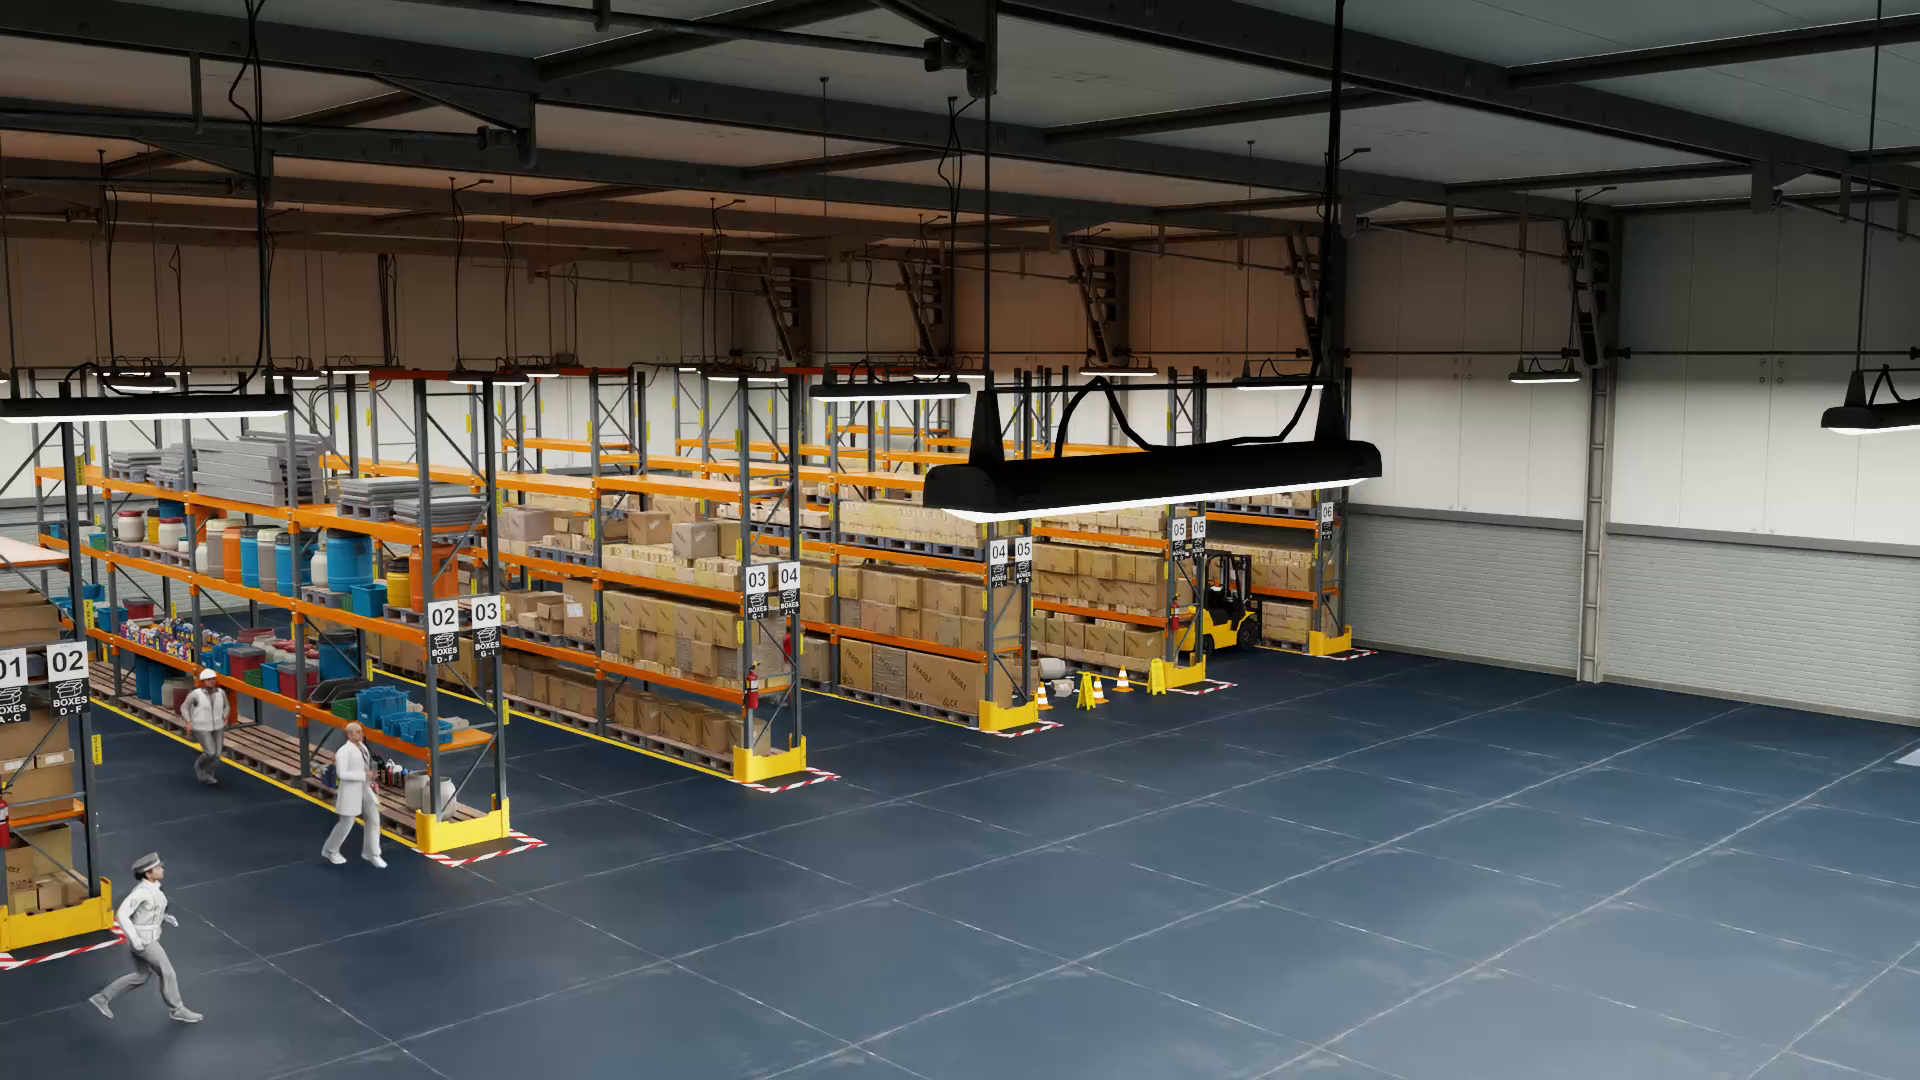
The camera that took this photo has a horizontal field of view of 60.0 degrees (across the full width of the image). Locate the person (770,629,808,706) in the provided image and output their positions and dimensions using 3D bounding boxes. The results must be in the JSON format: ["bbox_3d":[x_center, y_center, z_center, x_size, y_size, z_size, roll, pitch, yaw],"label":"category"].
[{"bbox_3d":[-3.069,2.260,29.613,0.846,1.461,0.659,4,8,33],"label":"person"}]

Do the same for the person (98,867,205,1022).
[{"bbox_3d":[-7.600,3.787,15.567,0.878,1.629,0.640,-2,7,-18],"label":"person"}]

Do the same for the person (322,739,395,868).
[{"bbox_3d":[-7.423,3.246,20.461,0.891,1.637,0.734,1,7,12],"label":"person"}]

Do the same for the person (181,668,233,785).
[{"bbox_3d":[-10.901,2.725,24.208,0.733,1.725,0.633,6,8,40],"label":"person"}]
